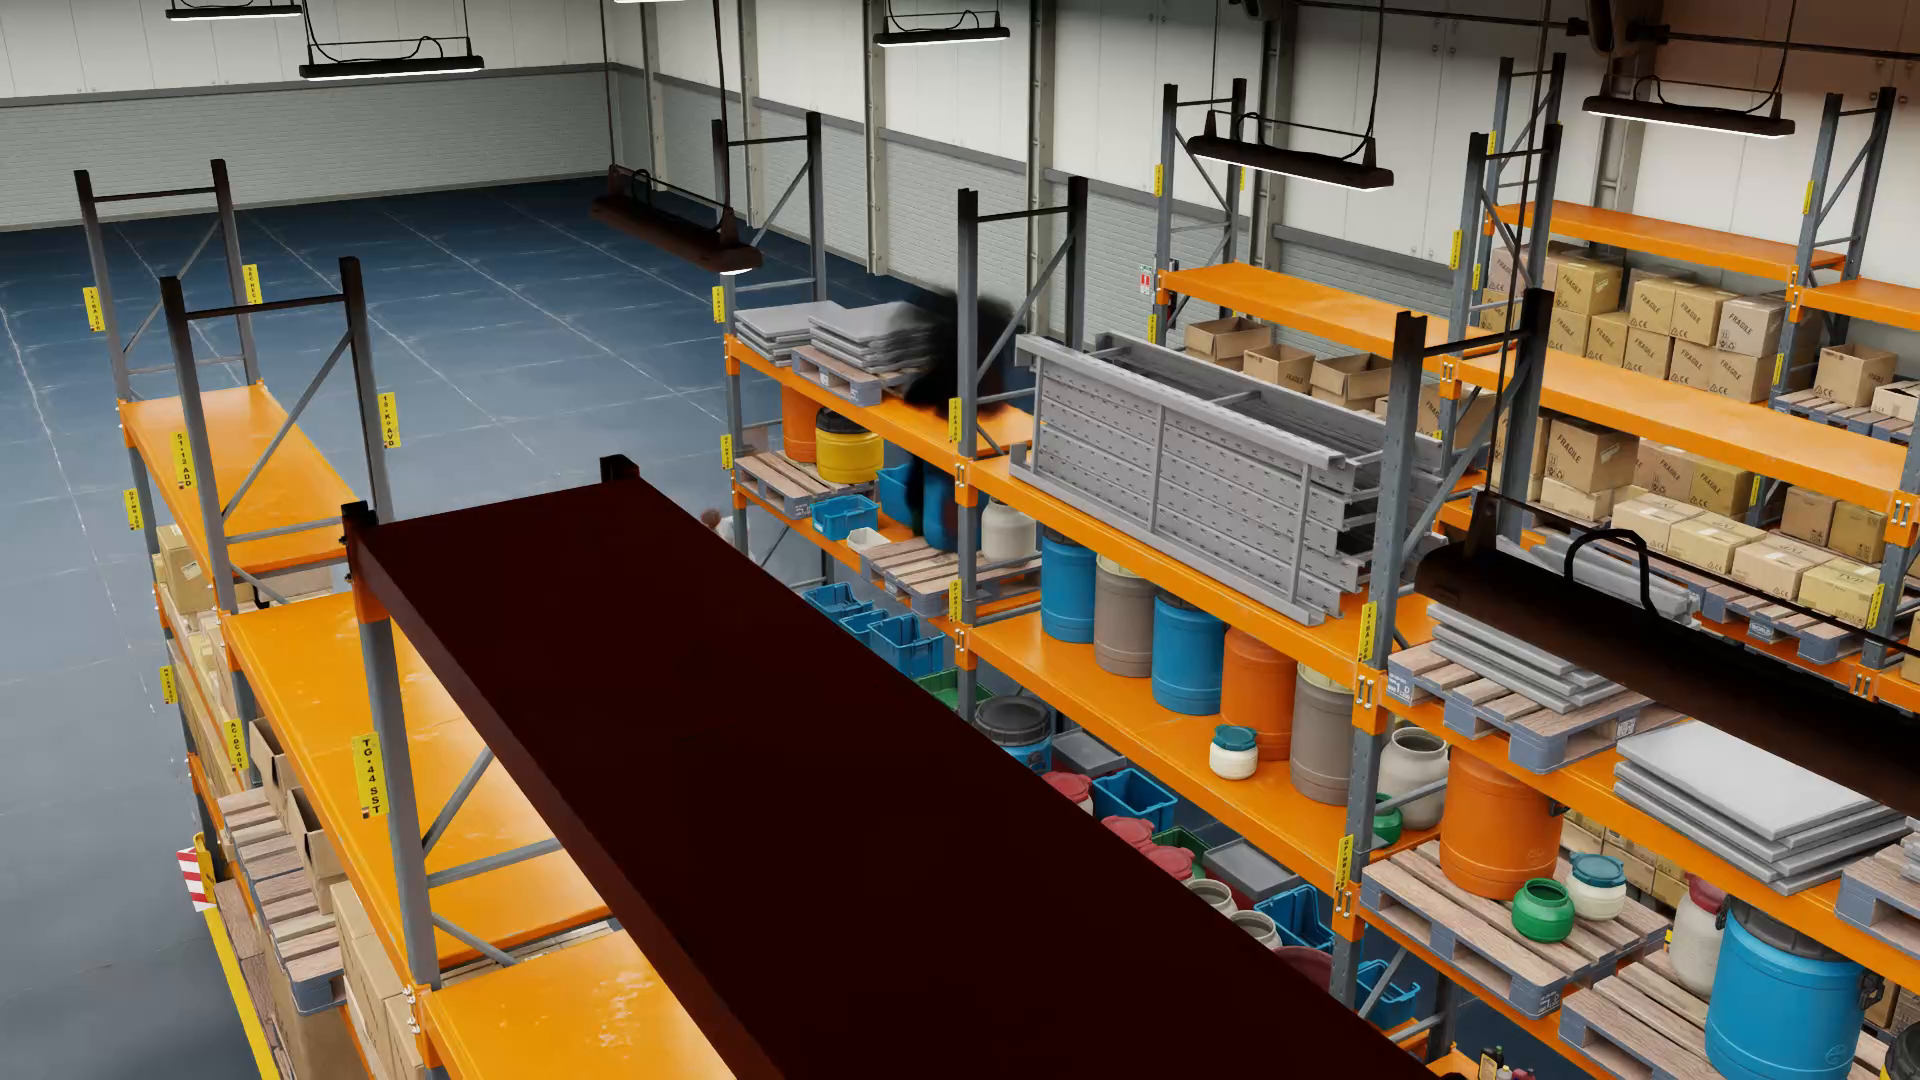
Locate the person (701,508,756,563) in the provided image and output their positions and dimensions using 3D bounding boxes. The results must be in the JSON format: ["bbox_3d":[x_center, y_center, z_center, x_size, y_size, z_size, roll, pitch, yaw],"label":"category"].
[{"bbox_3d":[-2.448,0.334,18.612,0.906,1.507,0.575,-2,22,-5],"label":"person"}]
